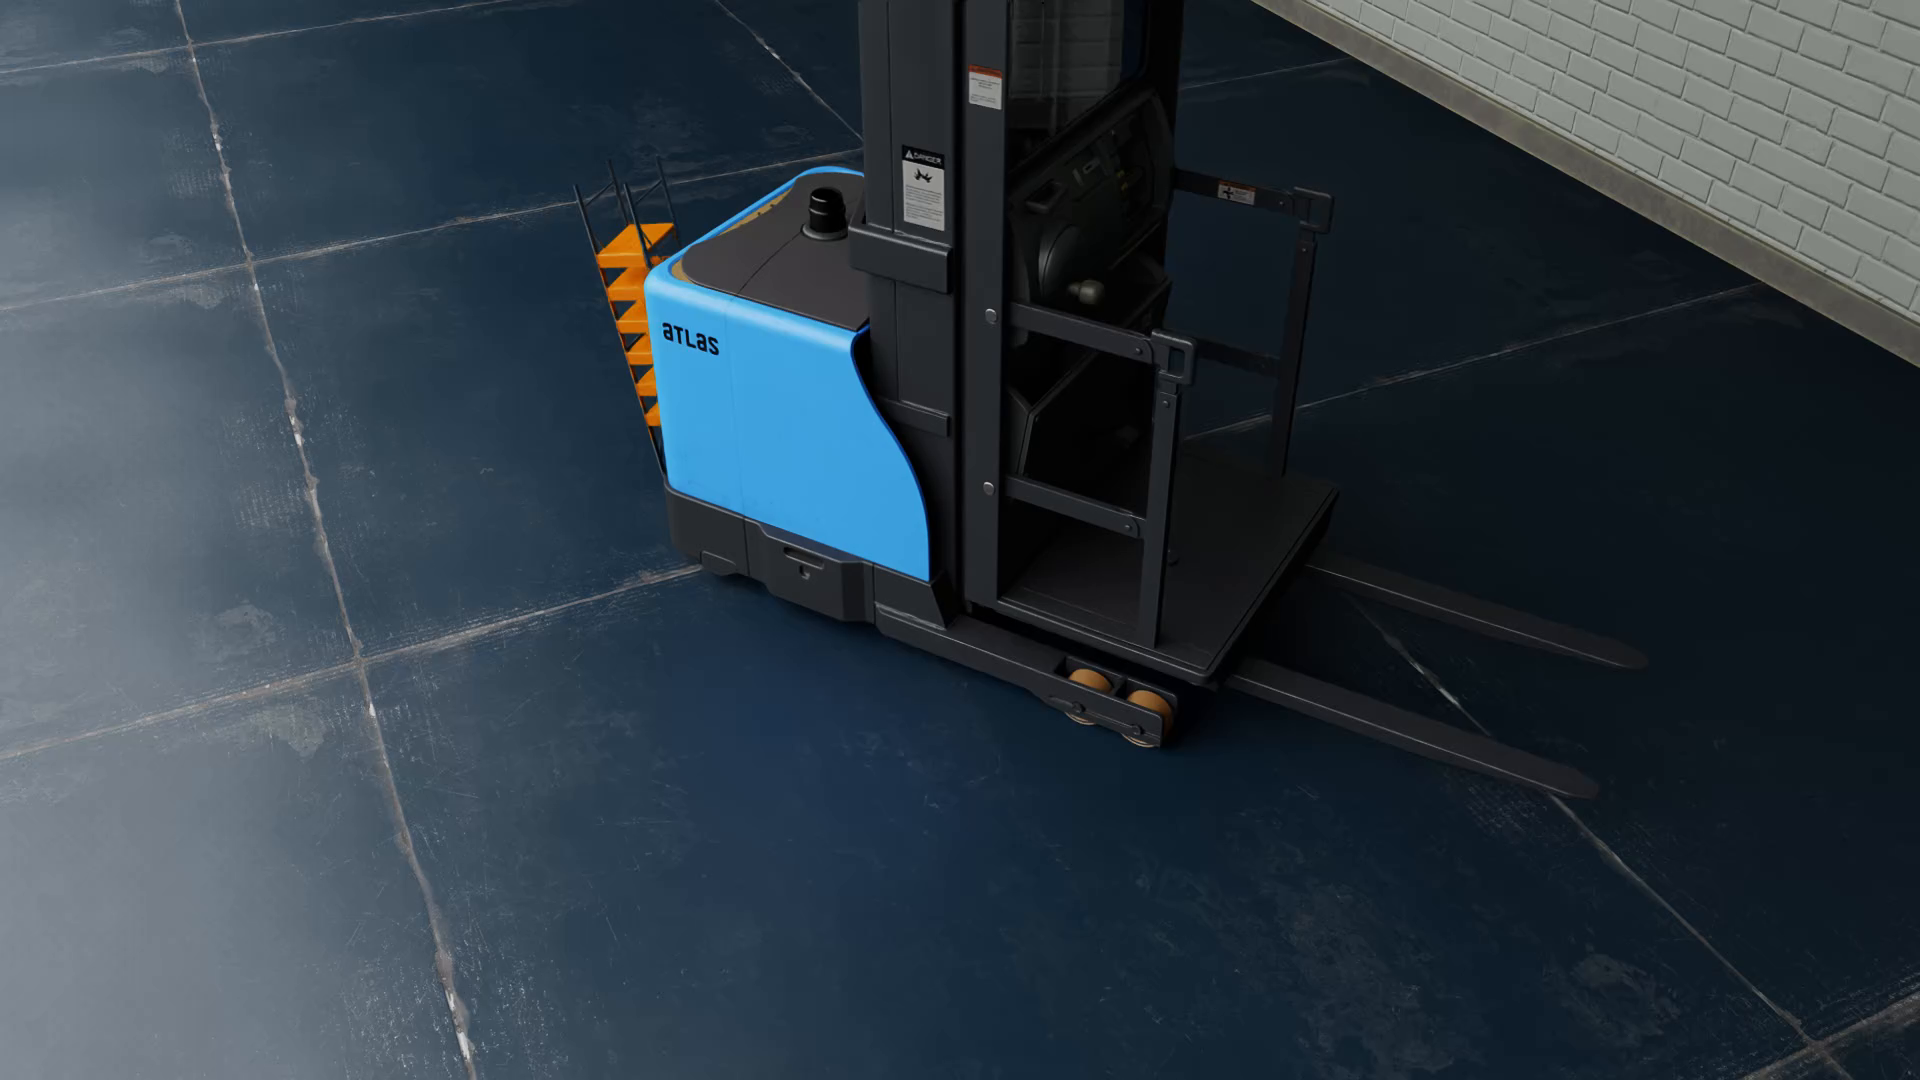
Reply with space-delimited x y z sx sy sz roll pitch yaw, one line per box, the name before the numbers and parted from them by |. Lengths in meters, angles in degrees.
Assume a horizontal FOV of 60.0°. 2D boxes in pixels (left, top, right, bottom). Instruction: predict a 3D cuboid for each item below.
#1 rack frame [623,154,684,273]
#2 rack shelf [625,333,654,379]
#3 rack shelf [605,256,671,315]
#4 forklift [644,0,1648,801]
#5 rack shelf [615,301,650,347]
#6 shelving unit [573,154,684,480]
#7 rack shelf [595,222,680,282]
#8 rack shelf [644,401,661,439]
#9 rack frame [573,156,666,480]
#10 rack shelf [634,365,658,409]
rack frame | -0.920 -0.690 5.633 0.006 1.200 0.240 3 35 20
rack shelf | -0.999 -0.658 5.689 0.180 0.103 0.258 3 35 20
rack shelf | -1.038 -0.855 5.558 0.180 0.103 0.258 3 35 20
forklift | 0.554 -0.928 4.541 3.031 2.935 1.130 19 41 24
rack shelf | -1.018 -0.756 5.624 0.180 0.103 0.258 3 35 20
shelving unit | -1.006 -0.694 5.665 0.189 1.200 0.258 3 35 20
rack shelf | -1.057 -0.954 5.493 0.180 0.103 0.258 3 35 20
rack shelf | -0.960 -0.460 5.820 0.180 0.103 0.258 3 35 20
rack frame | -1.092 -0.698 5.696 0.006 1.200 0.240 3 35 20
rack shelf | -0.979 -0.559 5.755 0.180 0.103 0.258 3 35 20
